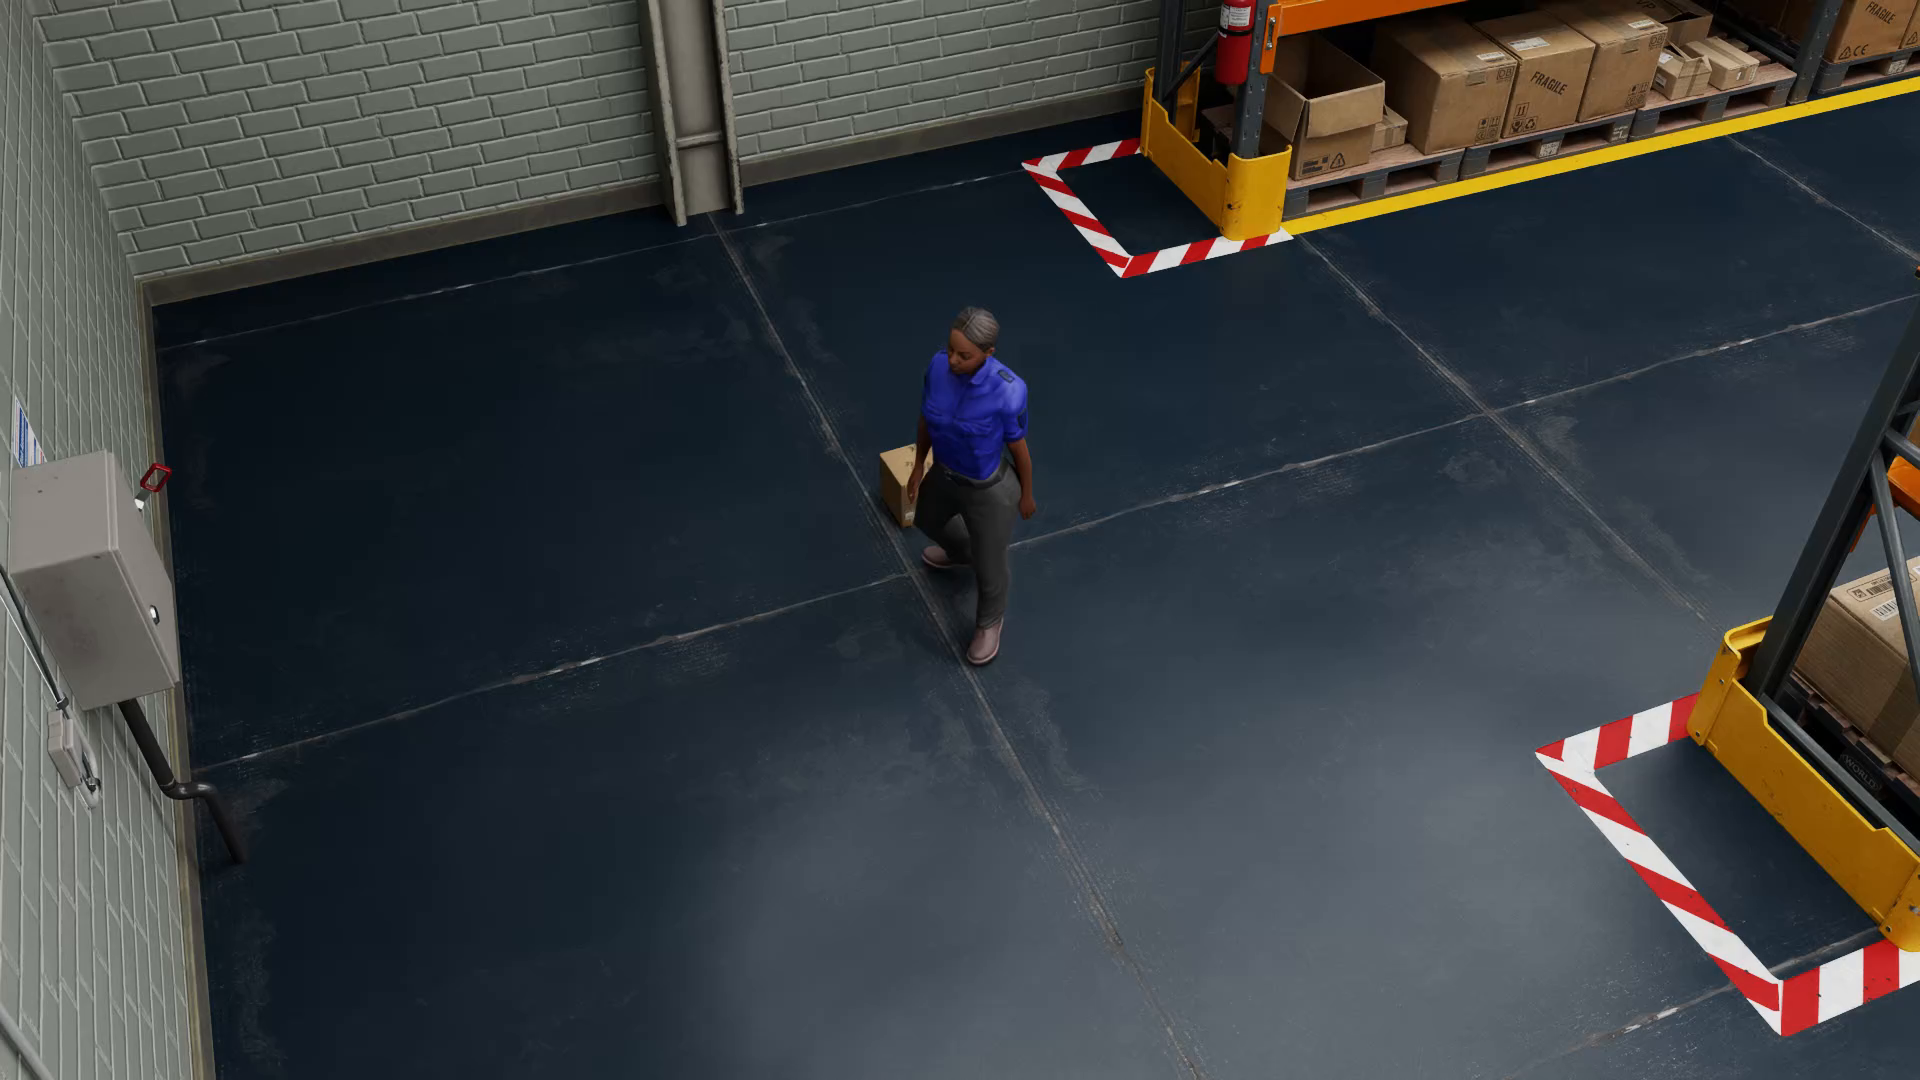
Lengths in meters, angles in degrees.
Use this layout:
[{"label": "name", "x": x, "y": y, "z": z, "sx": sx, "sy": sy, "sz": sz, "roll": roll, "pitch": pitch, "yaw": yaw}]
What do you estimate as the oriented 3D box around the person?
[{"label": "person", "x": 0.011, "y": -0.305, "z": 6.498, "sx": 0.655, "sy": 1.649, "sz": 0.496, "roll": 30, "pitch": 50, "yaw": 29}]
